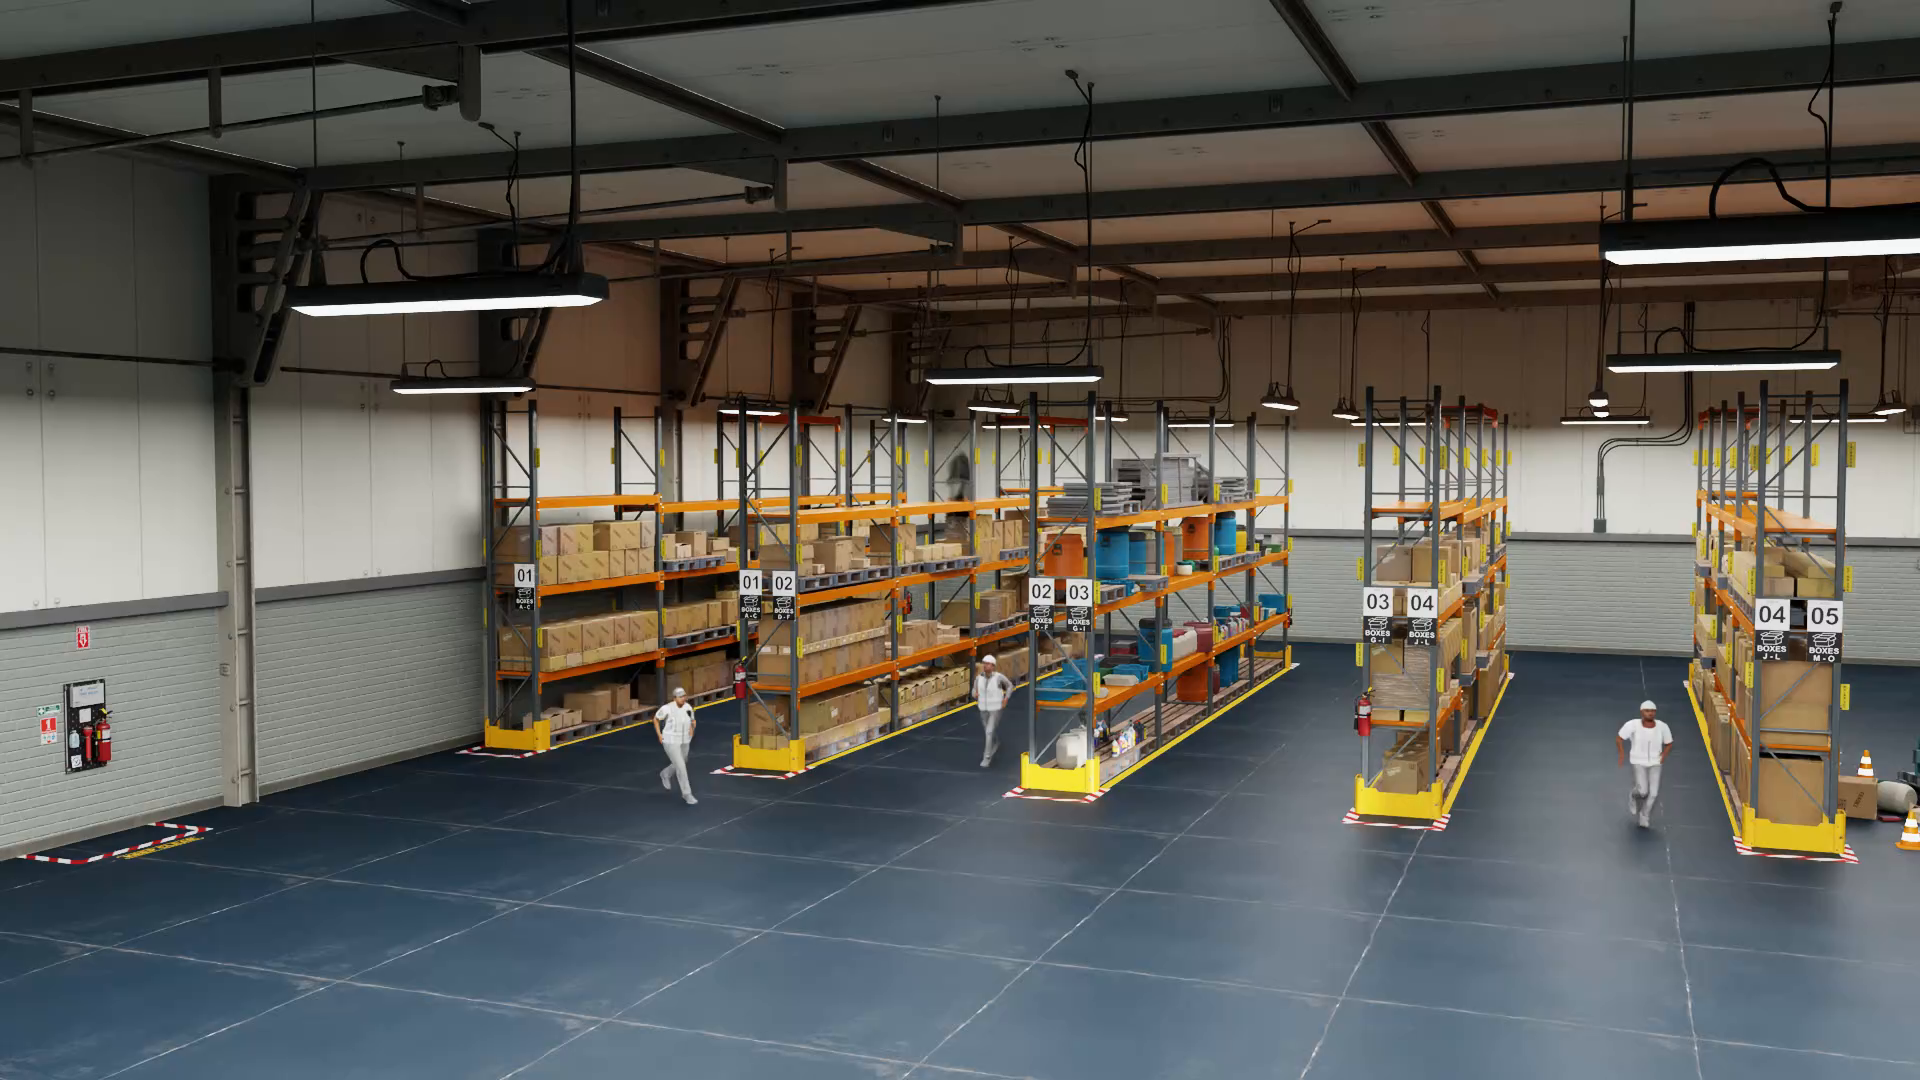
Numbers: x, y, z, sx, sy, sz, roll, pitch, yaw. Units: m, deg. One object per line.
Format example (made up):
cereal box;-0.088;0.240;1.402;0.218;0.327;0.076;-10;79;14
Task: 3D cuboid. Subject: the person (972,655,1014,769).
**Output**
person;0.519;2.773;27.220;0.668;1.792;0.938;2;3;28

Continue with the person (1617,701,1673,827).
person;9.316;3.037;22.553;0.702;1.721;0.551;0;3;9

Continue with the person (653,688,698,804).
person;-4.142;2.981;24.346;0.629;1.668;0.926;-2;4;-42

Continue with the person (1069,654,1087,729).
person;2.188;2.785;30.316;0.569;1.467;0.760;2;3;28
